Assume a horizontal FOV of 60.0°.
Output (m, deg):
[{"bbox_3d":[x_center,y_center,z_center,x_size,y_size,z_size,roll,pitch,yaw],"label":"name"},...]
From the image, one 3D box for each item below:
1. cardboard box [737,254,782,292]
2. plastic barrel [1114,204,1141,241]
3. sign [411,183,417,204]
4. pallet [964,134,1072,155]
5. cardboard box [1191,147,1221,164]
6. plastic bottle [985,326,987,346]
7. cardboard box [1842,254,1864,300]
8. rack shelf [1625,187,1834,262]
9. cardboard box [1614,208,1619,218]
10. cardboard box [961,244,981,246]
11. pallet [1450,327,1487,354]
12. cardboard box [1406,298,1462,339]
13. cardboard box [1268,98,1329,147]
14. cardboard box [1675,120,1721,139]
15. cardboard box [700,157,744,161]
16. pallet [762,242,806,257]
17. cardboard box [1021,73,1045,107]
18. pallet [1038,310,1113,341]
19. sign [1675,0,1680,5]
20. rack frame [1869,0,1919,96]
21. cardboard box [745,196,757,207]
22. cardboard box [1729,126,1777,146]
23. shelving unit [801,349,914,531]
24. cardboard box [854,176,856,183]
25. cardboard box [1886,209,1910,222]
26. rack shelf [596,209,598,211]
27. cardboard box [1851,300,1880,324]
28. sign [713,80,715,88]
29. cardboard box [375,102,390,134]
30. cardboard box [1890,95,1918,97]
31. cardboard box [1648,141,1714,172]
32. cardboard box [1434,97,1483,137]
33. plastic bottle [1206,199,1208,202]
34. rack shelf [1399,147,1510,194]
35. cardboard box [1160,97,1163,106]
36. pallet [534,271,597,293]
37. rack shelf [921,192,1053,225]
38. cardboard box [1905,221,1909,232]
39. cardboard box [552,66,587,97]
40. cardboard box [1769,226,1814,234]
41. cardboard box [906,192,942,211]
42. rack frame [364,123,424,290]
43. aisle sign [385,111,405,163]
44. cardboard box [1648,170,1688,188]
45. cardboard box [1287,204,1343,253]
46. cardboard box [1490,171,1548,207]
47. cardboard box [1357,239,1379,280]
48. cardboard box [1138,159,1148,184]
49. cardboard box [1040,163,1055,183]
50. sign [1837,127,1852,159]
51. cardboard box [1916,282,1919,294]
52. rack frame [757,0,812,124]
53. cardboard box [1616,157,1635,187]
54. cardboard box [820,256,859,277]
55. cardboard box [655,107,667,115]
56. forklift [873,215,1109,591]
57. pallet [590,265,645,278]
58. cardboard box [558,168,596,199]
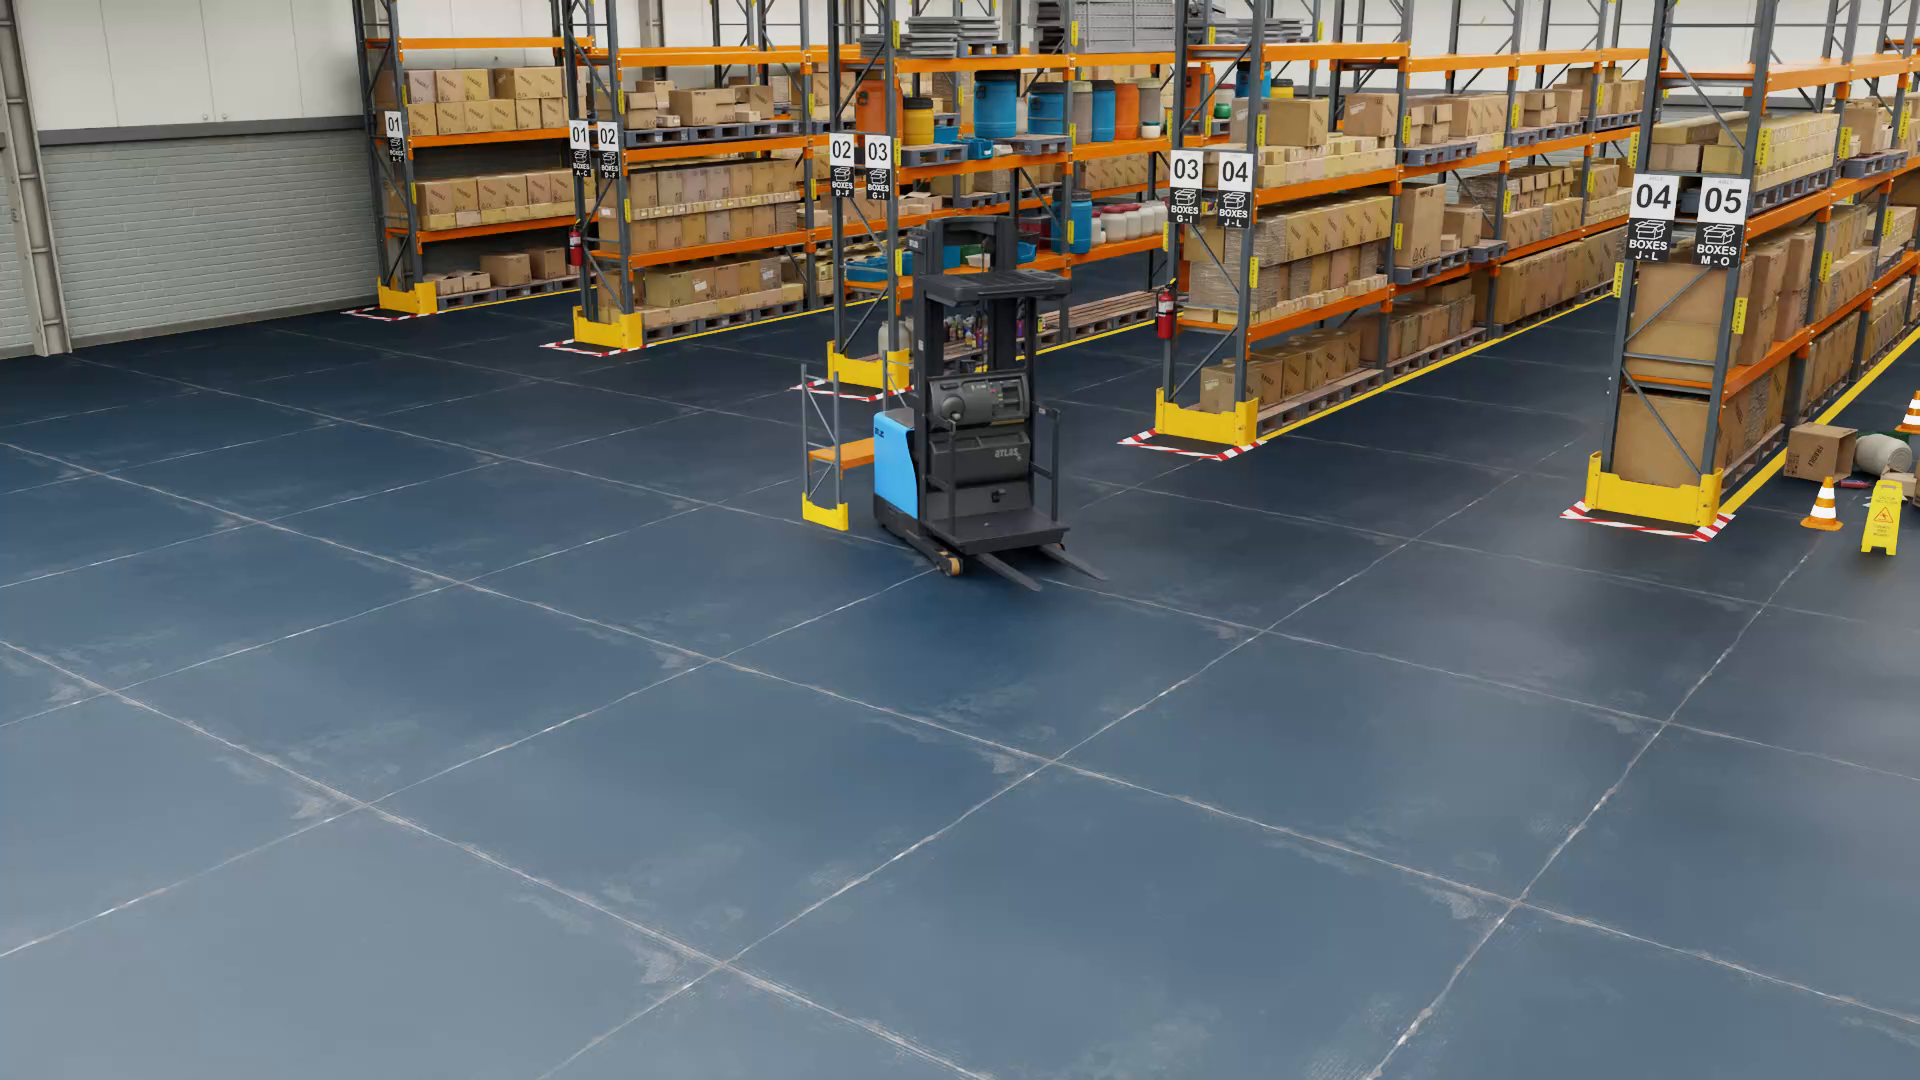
[{"bbox_3d":[-3.216,-4.284,26.651,0.500,0.500,0.500,12,21,35],"label":"cardboard box"},{"bbox_3d":[2.609,-4.960,25.936,0.433,0.535,0.433,0,17,0],"label":"plastic barrel"},{"bbox_3d":[-8.736,-5.544,26.585,0.100,0.325,0.005,12,21,35],"label":"sign"},{"bbox_3d":[0.817,-5.582,23.426,1.213,0.211,1.003,12,21,35],"label":"pallet"},{"bbox_3d":[2.677,-4.273,18.475,0.380,0.149,0.250,12,21,35],"label":"cardboard box"},{"bbox_3d":[0.379,-2.865,23.277,0.097,0.271,0.097,0,17,0],"label":"plastic bottle"},{"bbox_3d":[10.803,-3.261,20.524,0.500,0.500,0.500,12,21,34],"label":"cardboard box"},{"bbox_3d":[7.877,-3.265,16.862,1.077,0.370,4.000,12,21,35],"label":"rack shelf"},{"bbox_3d":[11.283,-5.722,29.041,0.380,0.149,0.250,12,21,33],"label":"cardboard box"},{"bbox_3d":[0.076,-5.331,30.834,0.500,0.500,0.500,14,22,37],"label":"cardboard box"},{"bbox_3d":[7.062,-2.988,24.517,1.003,0.211,1.213,12,21,35],"label":"pallet"},{"bbox_3d":[6.826,-3.225,24.049,0.700,0.500,0.500,10,20,30],"label":"cardboard box"},{"bbox_3d":[3.864,-4.767,18.973,0.500,0.500,0.500,12,21,34],"label":"cardboard box"},{"bbox_3d":[7.219,-4.023,16.292,0.380,0.149,0.250,13,21,35],"label":"cardboard box"},{"bbox_3d":[-4.677,-7.276,32.711,0.700,0.500,0.500,10,20,28],"label":"cardboard box"},{"bbox_3d":[-3.875,-5.974,34.133,1.003,0.211,1.213,12,21,35],"label":"pallet"},{"bbox_3d":[1.220,-8.668,32.003,0.600,0.600,0.600,12,21,34],"label":"cardboard box"},{"bbox_3d":[1.605,-3.291,25.490,1.003,0.211,1.213,12,21,35],"label":"pallet"},{"bbox_3d":[12.723,-9.661,29.478,0.100,0.325,0.005,12,21,35],"label":"sign"},{"bbox_3d":[13.836,-7.423,23.980,1.000,3.000,0.127,12,21,35],"label":"rack frame"},{"bbox_3d":[-3.406,-5.317,26.053,0.380,0.149,0.250,12,21,34],"label":"cardboard box"},{"bbox_3d":[7.290,-3.724,15.330,0.380,0.149,0.250,13,21,35],"label":"cardboard box"},{"bbox_3d":[-0.923,-0.977,15.866,1.083,1.500,0.587,-16,24,-42],"label":"shelving unit"},{"bbox_3d":[-2.428,-7.652,35.223,0.380,0.149,0.250,12,21,35],"label":"cardboard box"},{"bbox_3d":[13.438,-4.667,23.934,0.380,0.149,0.250,12,21,33],"label":"cardboard box"},{"bbox_3d":[-5.597,-6.312,31.730,1.077,0.370,4.000,12,21,35],"label":"rack shelf"},{"bbox_3d":[12.058,-3.092,22.390,0.500,0.250,0.500,11,21,32],"label":"cardboard box"},{"bbox_3d":[-4.846,-8.949,32.946,0.100,0.325,0.005,12,21,35],"label":"sign"},{"bbox_3d":[-9.127,-6.860,27.023,0.500,0.500,0.500,14,22,39],"label":"cardboard box"},{"bbox_3d":[14.687,-6.847,25.922,0.380,0.149,0.250,12,21,34],"label":"cardboard box"},{"bbox_3d":[6.753,-3.617,15.657,0.500,0.250,0.500,13,21,35],"label":"cardboard box"},{"bbox_3d":[6.842,-5.828,22.889,0.500,0.500,0.500,13,21,36],"label":"cardboard box"},{"bbox_3d":[4.320,-5.845,29.211,0.061,0.283,0.133,12,21,35],"label":"plastic bottle"},{"bbox_3d":[6.337,-5.118,22.830,1.077,0.370,4.000,12,21,35],"label":"rack shelf"},{"bbox_3d":[3.941,-9.237,35.134,0.500,0.250,0.500,12,21,35],"label":"cardboard box"},{"bbox_3d":[-7.160,-4.681,29.968,1.003,0.211,1.213,12,21,35],"label":"pallet"},{"bbox_3d":[0.767,-6.390,31.982,1.077,0.370,4.000,12,21,35],"label":"rack shelf"},{"bbox_3d":[13.451,-4.529,23.992,0.380,0.149,0.250,14,22,37],"label":"cardboard box"},{"bbox_3d":[-6.869,-7.979,28.940,0.500,0.500,0.500,10,20,30],"label":"cardboard box"},{"bbox_3d":[8.821,-3.158,18.288,0.875,0.550,0.550,12,21,35],"label":"cardboard box"},{"bbox_3d":[-0.676,-6.136,30.101,0.500,0.311,0.500,14,22,38],"label":"cardboard box"},{"bbox_3d":[-9.172,-5.226,27.022,1.000,3.000,0.127,12,21,35],"label":"rack frame"},{"bbox_3d":[-8.974,-6.398,26.410,0.394,0.787,0.004,12,21,35],"label":"aisle sign"},{"bbox_3d":[6.611,-3.400,15.629,0.380,0.149,0.250,12,21,35],"label":"cardboard box"},{"bbox_3d":[4.202,-3.708,19.776,0.500,0.500,0.500,12,21,35],"label":"cardboard box"},{"bbox_3d":[8.763,-5.520,26.106,0.797,0.503,0.637,13,22,36],"label":"cardboard box"},{"bbox_3d":[4.828,-3.647,21.265,0.875,0.500,0.500,12,21,35],"label":"cardboard box"},{"bbox_3d":[3.686,-7.814,35.185,0.500,0.500,0.500,13,21,35],"label":"cardboard box"},{"bbox_3d":[1.497,-7.385,33.096,0.700,0.500,0.500,5,18,16],"label":"cardboard box"},{"bbox_3d":[9.516,-4.272,17.886,0.100,0.325,0.005,12,21,35],"label":"sign"},{"bbox_3d":[14.884,-3.963,26.050,0.380,0.149,0.250,13,21,36],"label":"cardboard box"},{"bbox_3d":[-2.808,-8.170,26.384,1.000,3.000,0.127,12,21,35],"label":"rack frame"},{"bbox_3d":[12.216,-6.677,30.181,0.500,0.500,0.500,13,21,35],"label":"cardboard box"},{"bbox_3d":[-2.059,-4.632,28.092,0.500,0.311,0.500,12,21,34],"label":"cardboard box"},{"bbox_3d":[-4.717,-6.301,24.733,0.500,0.250,0.500,12,21,35],"label":"cardboard box"},{"bbox_3d":[0.265,-1.232,14.276,1.130,2.935,3.031,-8,19,-24],"label":"forklift"},{"bbox_3d":[-6.326,-5.033,31.101,1.003,0.211,1.213,12,21,35],"label":"pallet"},{"bbox_3d":[-6.822,-6.308,29.459,0.500,0.500,0.500,12,21,35],"label":"cardboard box"}]
